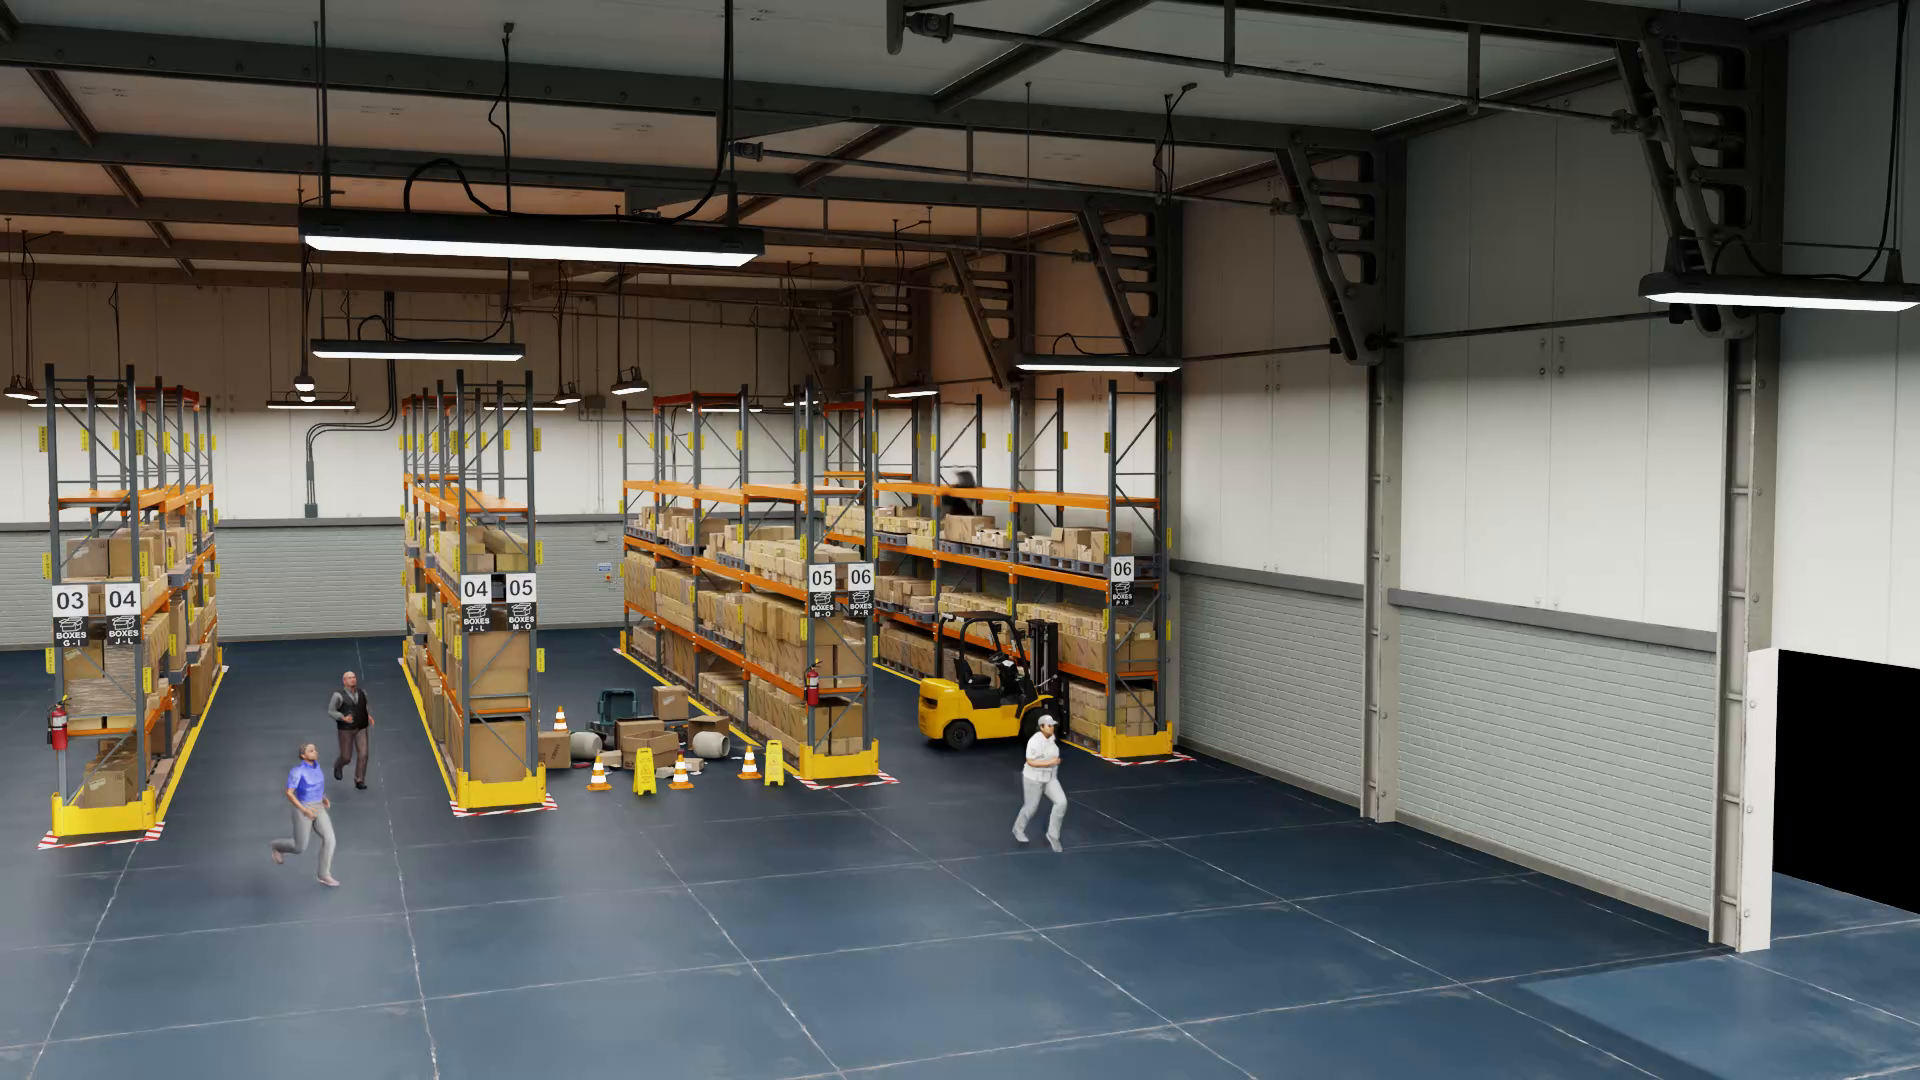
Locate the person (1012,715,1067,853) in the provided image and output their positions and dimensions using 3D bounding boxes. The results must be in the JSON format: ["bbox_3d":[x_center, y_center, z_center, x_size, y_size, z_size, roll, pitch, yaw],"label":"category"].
[{"bbox_3d":[0.970,2.985,20.518,0.829,1.704,0.626,3,5,44],"label":"person"}]

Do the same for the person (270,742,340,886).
[{"bbox_3d":[-7.443,3.112,18.937,0.892,1.632,0.564,2,4,25],"label":"person"}]

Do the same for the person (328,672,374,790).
[{"bbox_3d":[-8.816,2.751,24.117,0.668,1.686,0.775,-3,4,-42],"label":"person"}]
